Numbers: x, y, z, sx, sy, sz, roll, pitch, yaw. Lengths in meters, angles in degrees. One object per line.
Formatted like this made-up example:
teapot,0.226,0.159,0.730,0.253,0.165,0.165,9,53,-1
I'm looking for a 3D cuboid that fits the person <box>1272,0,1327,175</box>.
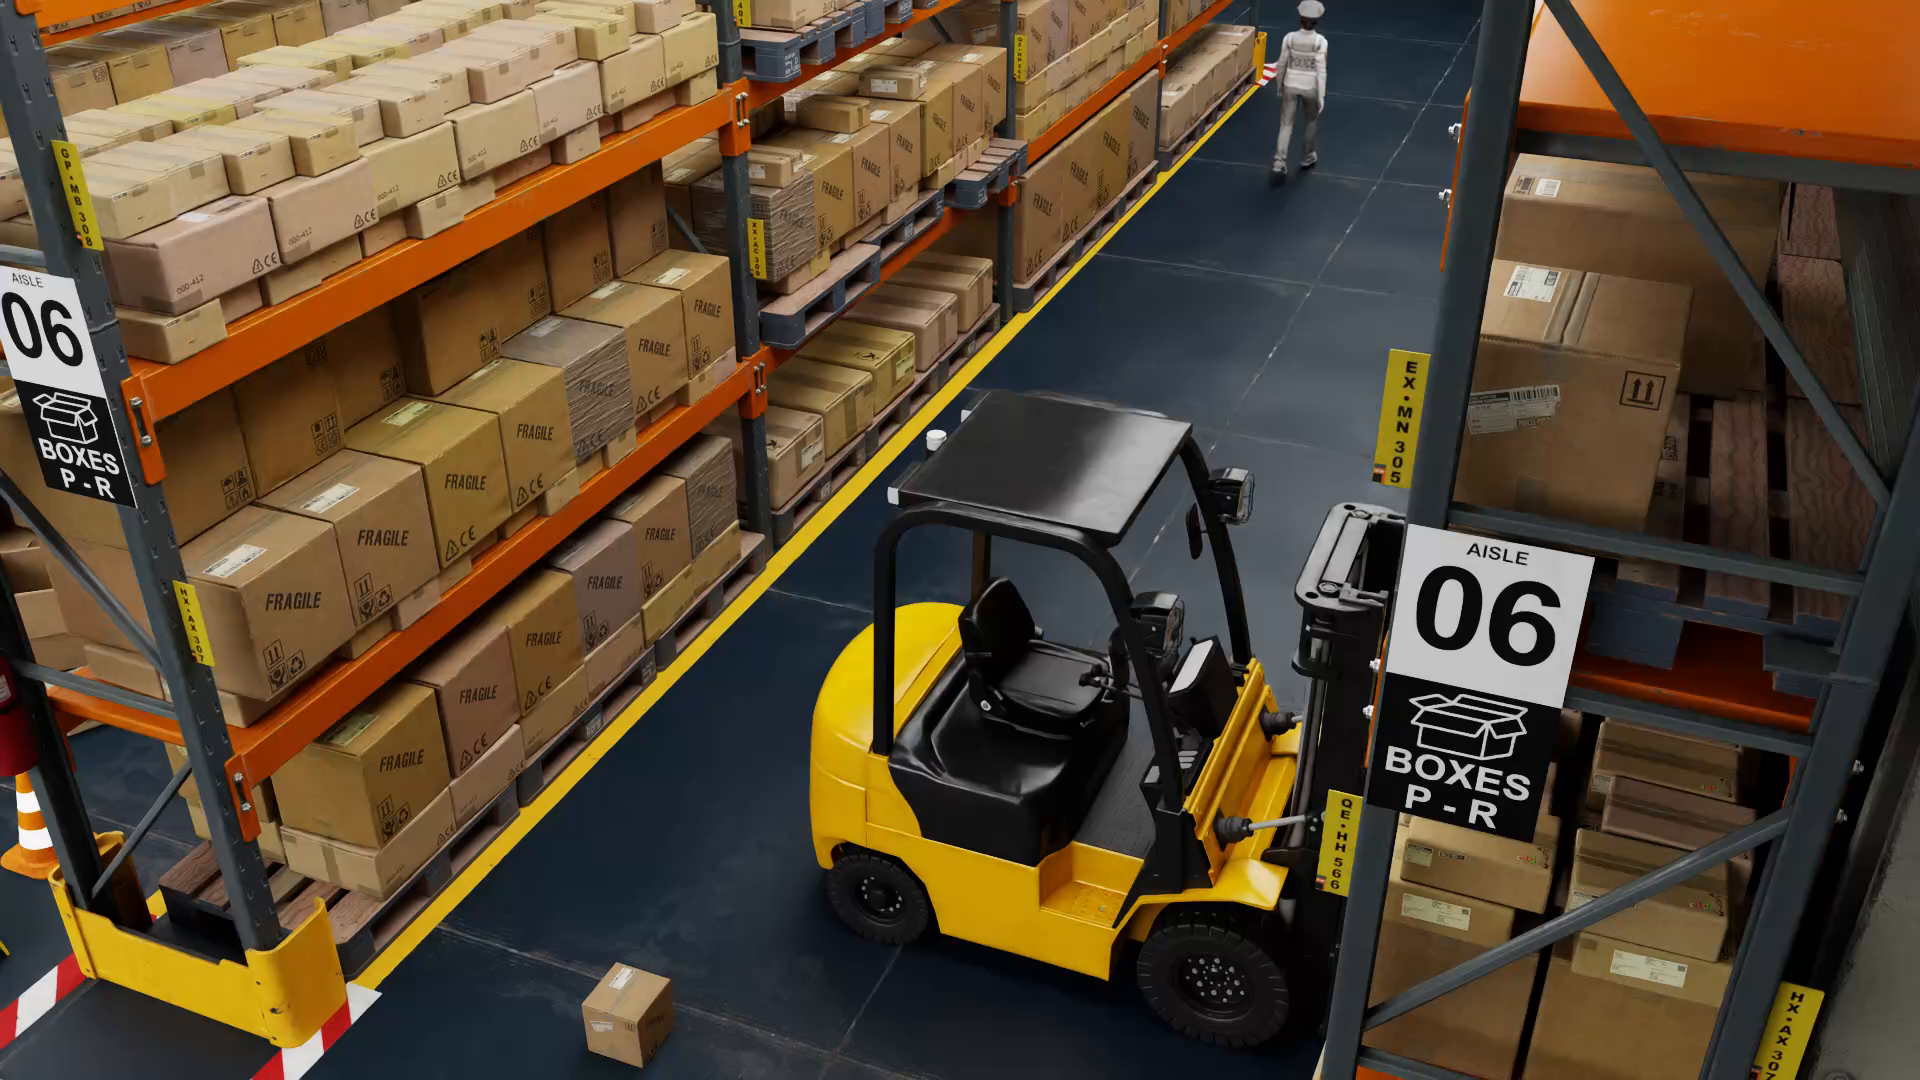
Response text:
person,3.265,-4.338,15.928,0.507,1.644,0.954,11,31,18
